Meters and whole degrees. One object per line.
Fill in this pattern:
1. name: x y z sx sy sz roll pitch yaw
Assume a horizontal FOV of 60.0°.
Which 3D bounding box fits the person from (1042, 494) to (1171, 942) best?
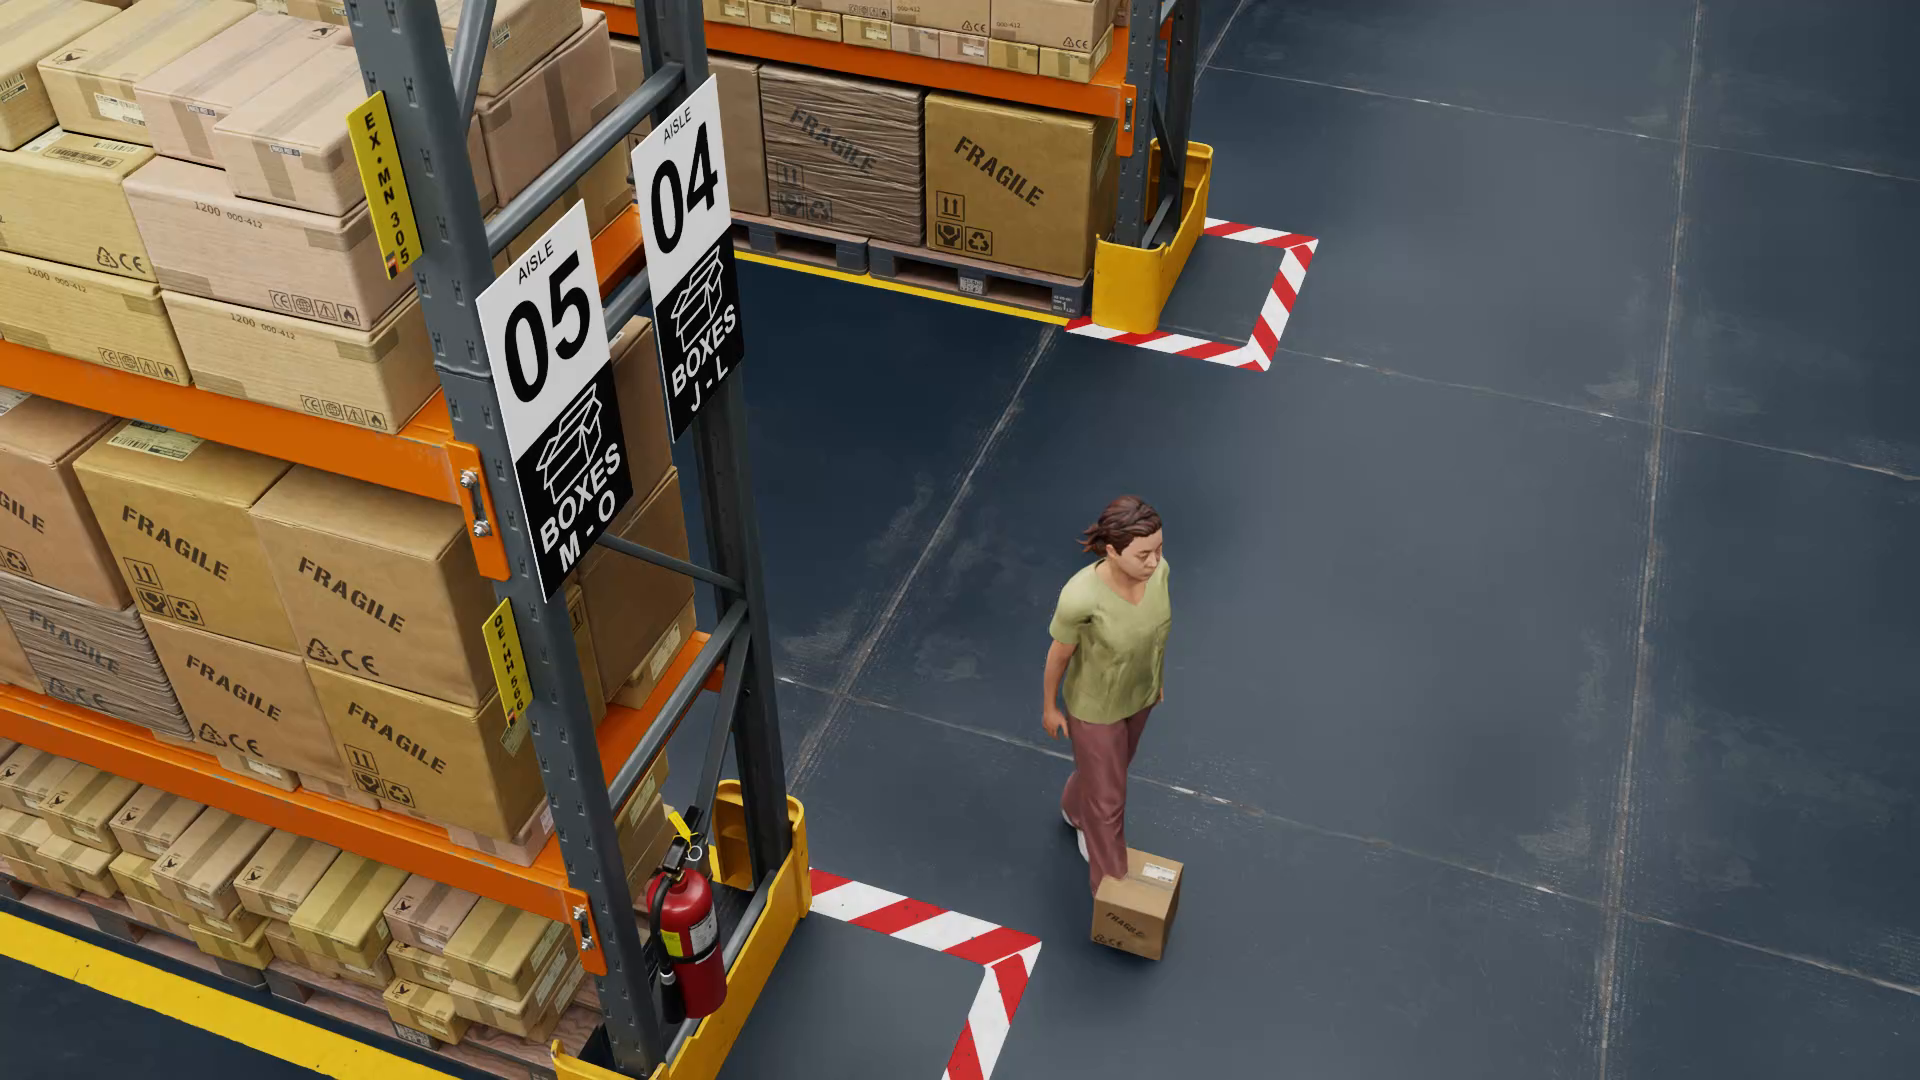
1. person: 0.569 0.582 5.498 0.465 1.665 0.680 -25 47 -26
